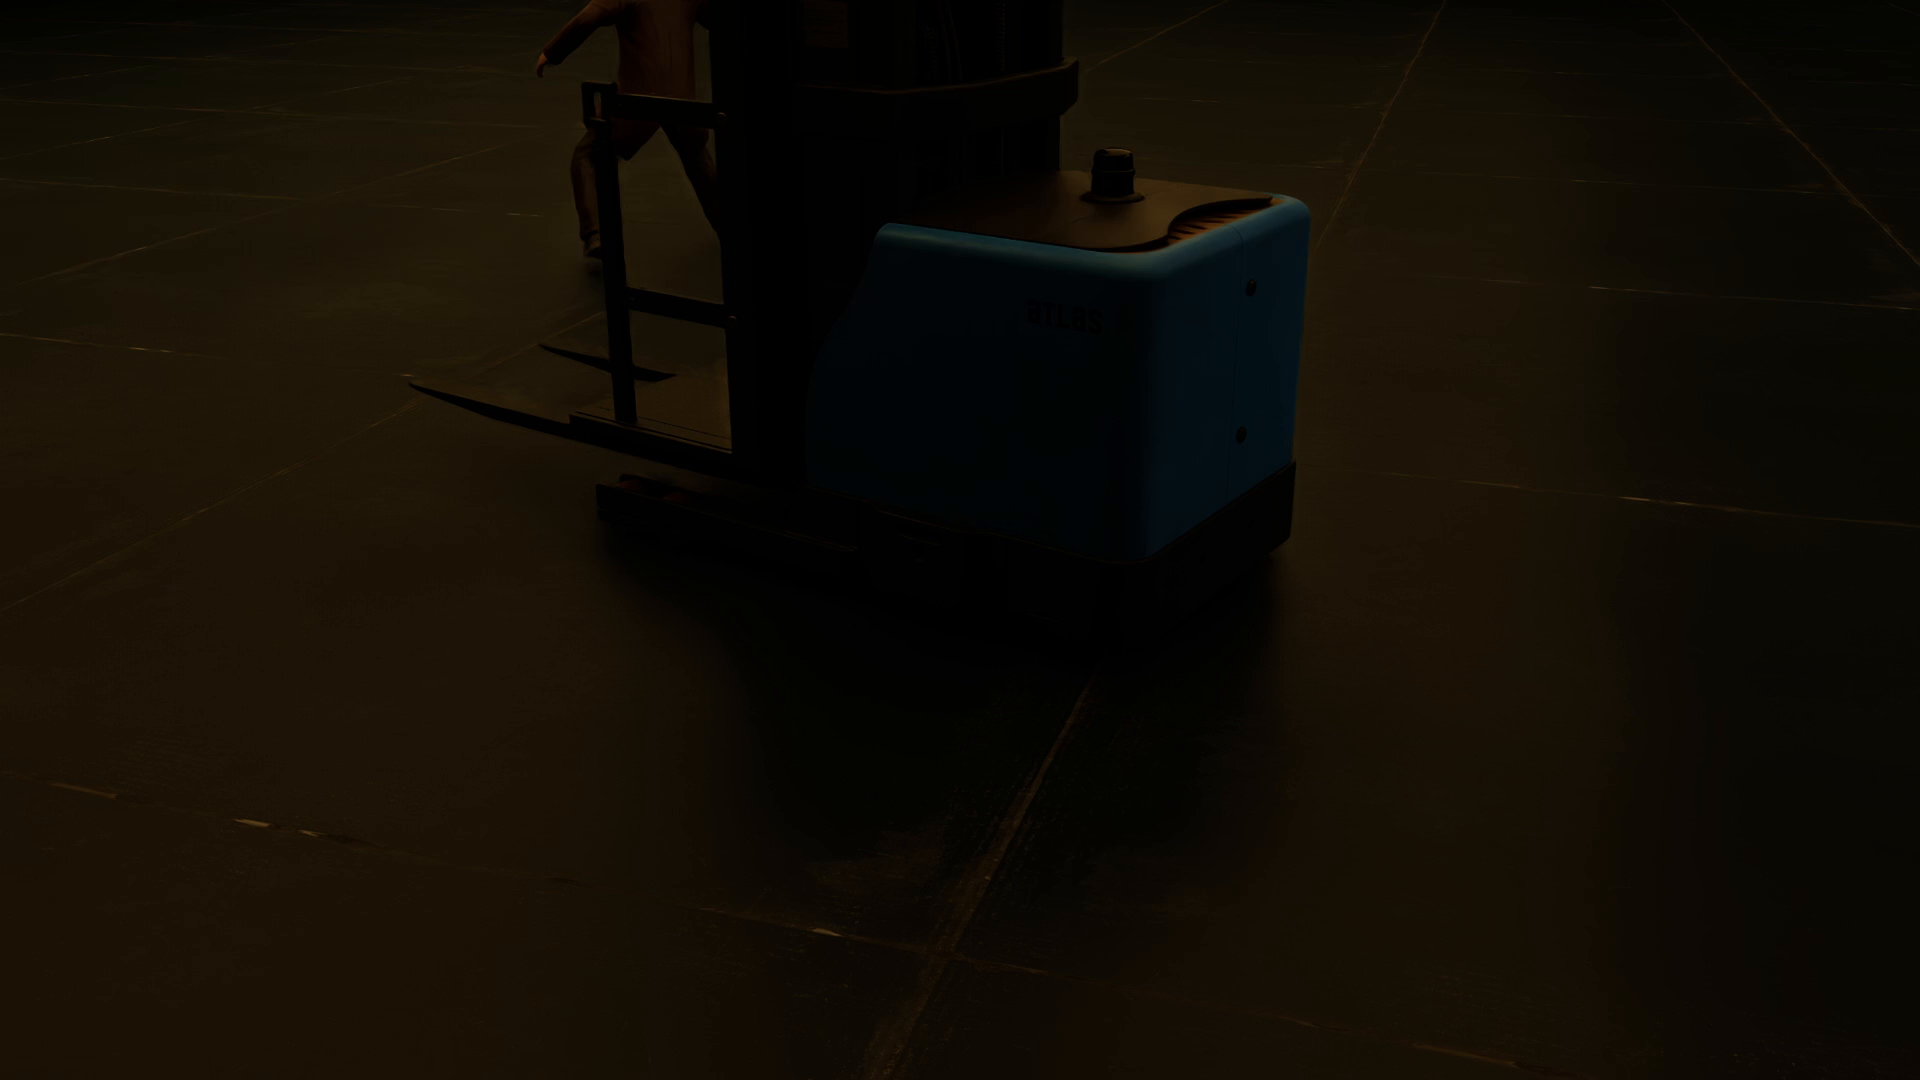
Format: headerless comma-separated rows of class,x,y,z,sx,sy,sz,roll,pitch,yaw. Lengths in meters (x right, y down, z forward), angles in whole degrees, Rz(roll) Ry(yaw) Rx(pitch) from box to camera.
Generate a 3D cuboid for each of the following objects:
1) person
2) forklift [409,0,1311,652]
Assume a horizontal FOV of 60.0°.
person,-1.509,-2.228,8.529,1.192,1.713,0.618,-16,27,-33
forklift,-0.516,-1.483,4.873,3.031,2.935,1.130,15,27,31
